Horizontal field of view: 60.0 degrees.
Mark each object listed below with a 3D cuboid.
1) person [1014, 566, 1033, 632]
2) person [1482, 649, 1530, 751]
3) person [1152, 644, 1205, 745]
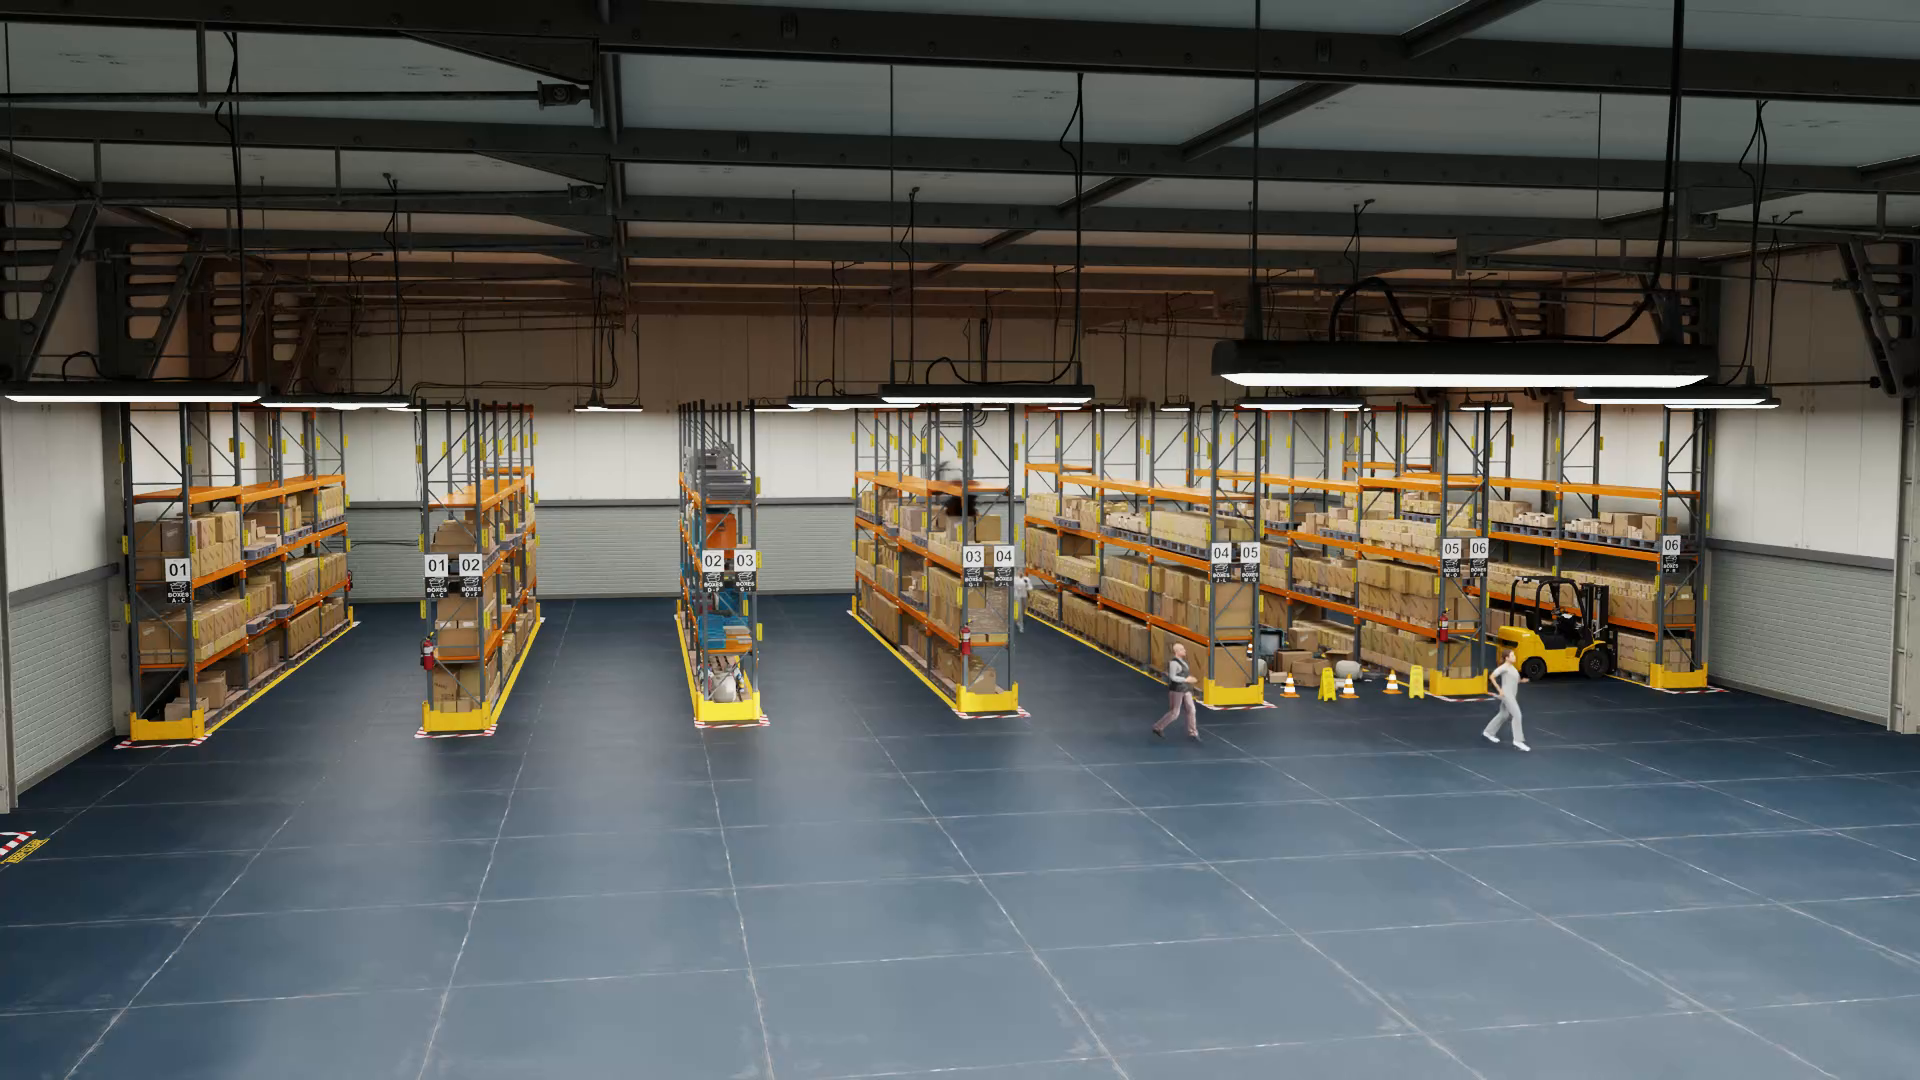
[{"bbox_3d":[1.643,1.550,44.154,0.597,1.716,0.850,-1,4,-8],"label":"person"},{"bbox_3d":[9.397,2.721,28.559,0.854,1.704,0.544,3,5,34],"label":"person"},{"bbox_3d":[3.810,2.679,28.967,0.917,1.748,0.668,3,5,31],"label":"person"}]
